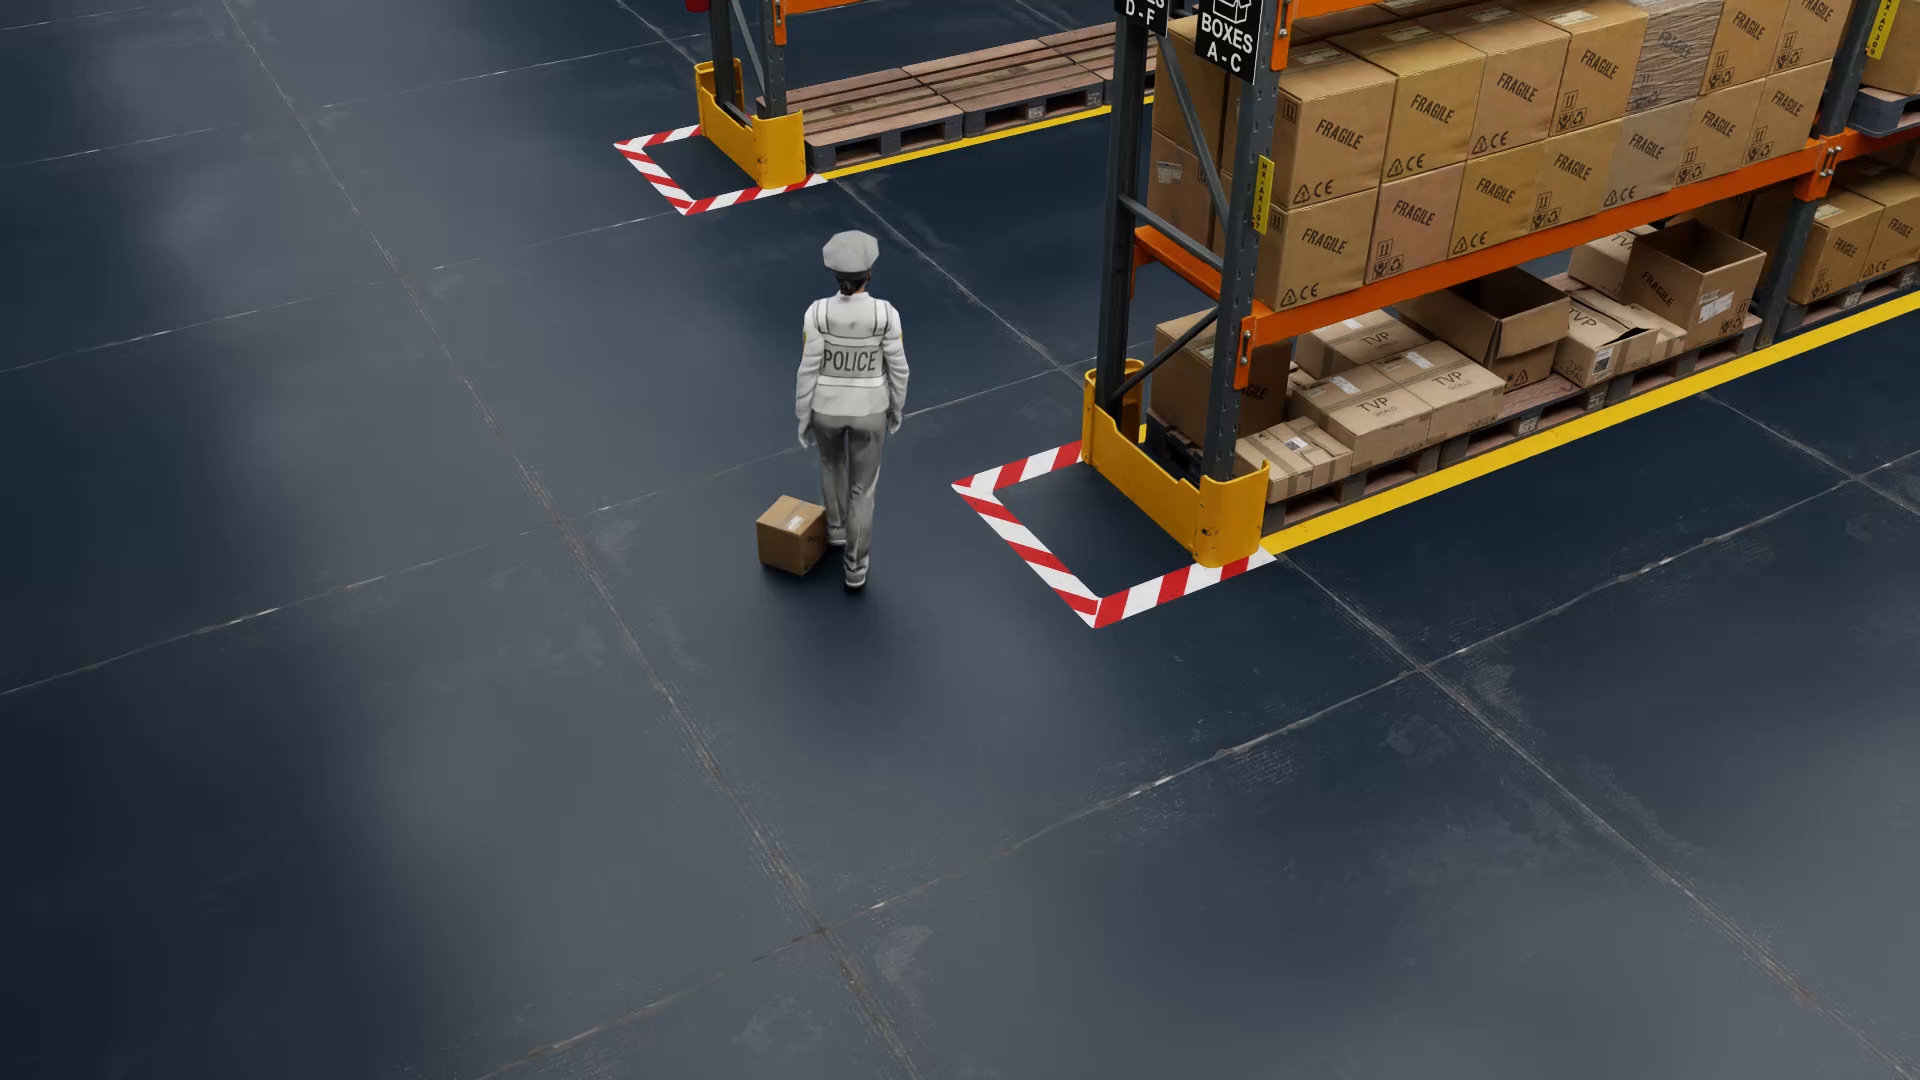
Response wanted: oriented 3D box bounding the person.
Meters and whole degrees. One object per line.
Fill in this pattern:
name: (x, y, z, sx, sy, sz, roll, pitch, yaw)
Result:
person: (-0.488, -0.556, 7.604, 0.512, 1.700, 0.521, 2, 37, 2)
